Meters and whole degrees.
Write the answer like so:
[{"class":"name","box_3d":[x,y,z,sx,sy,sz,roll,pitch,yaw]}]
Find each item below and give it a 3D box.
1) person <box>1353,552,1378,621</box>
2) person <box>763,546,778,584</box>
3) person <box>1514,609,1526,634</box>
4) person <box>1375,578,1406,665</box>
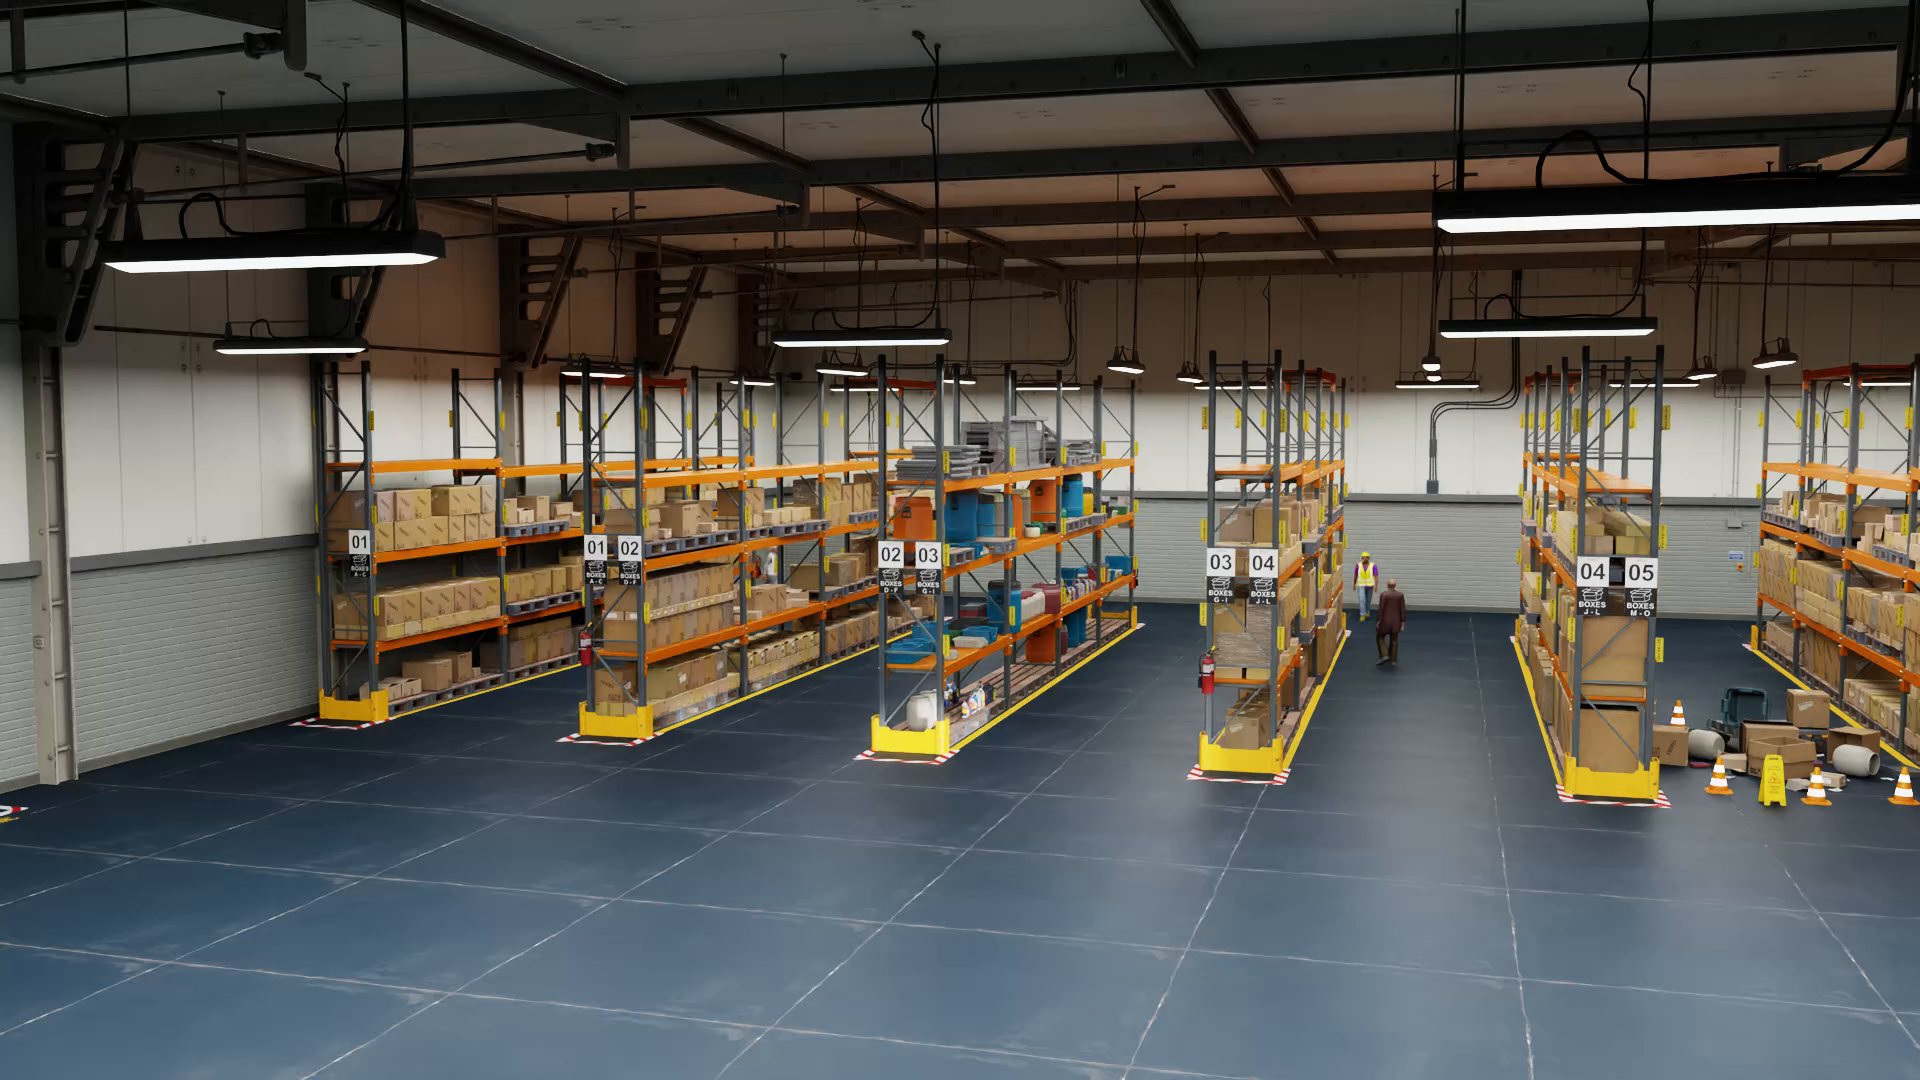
[{"class":"person","box_3d":[10.196,1.145,41.718,0.578,1.705,1.079,0,4,7]},{"class":"person","box_3d":[-4.988,0.916,44.841,1.015,1.706,0.507,0,4,4]},{"class":"person","box_3d":[13.382,1.399,38.716,0.900,1.647,0.473,1,4,13]},{"class":"person","box_3d":[8.829,1.689,34.098,0.630,1.808,0.468,-1,4,-8]}]
